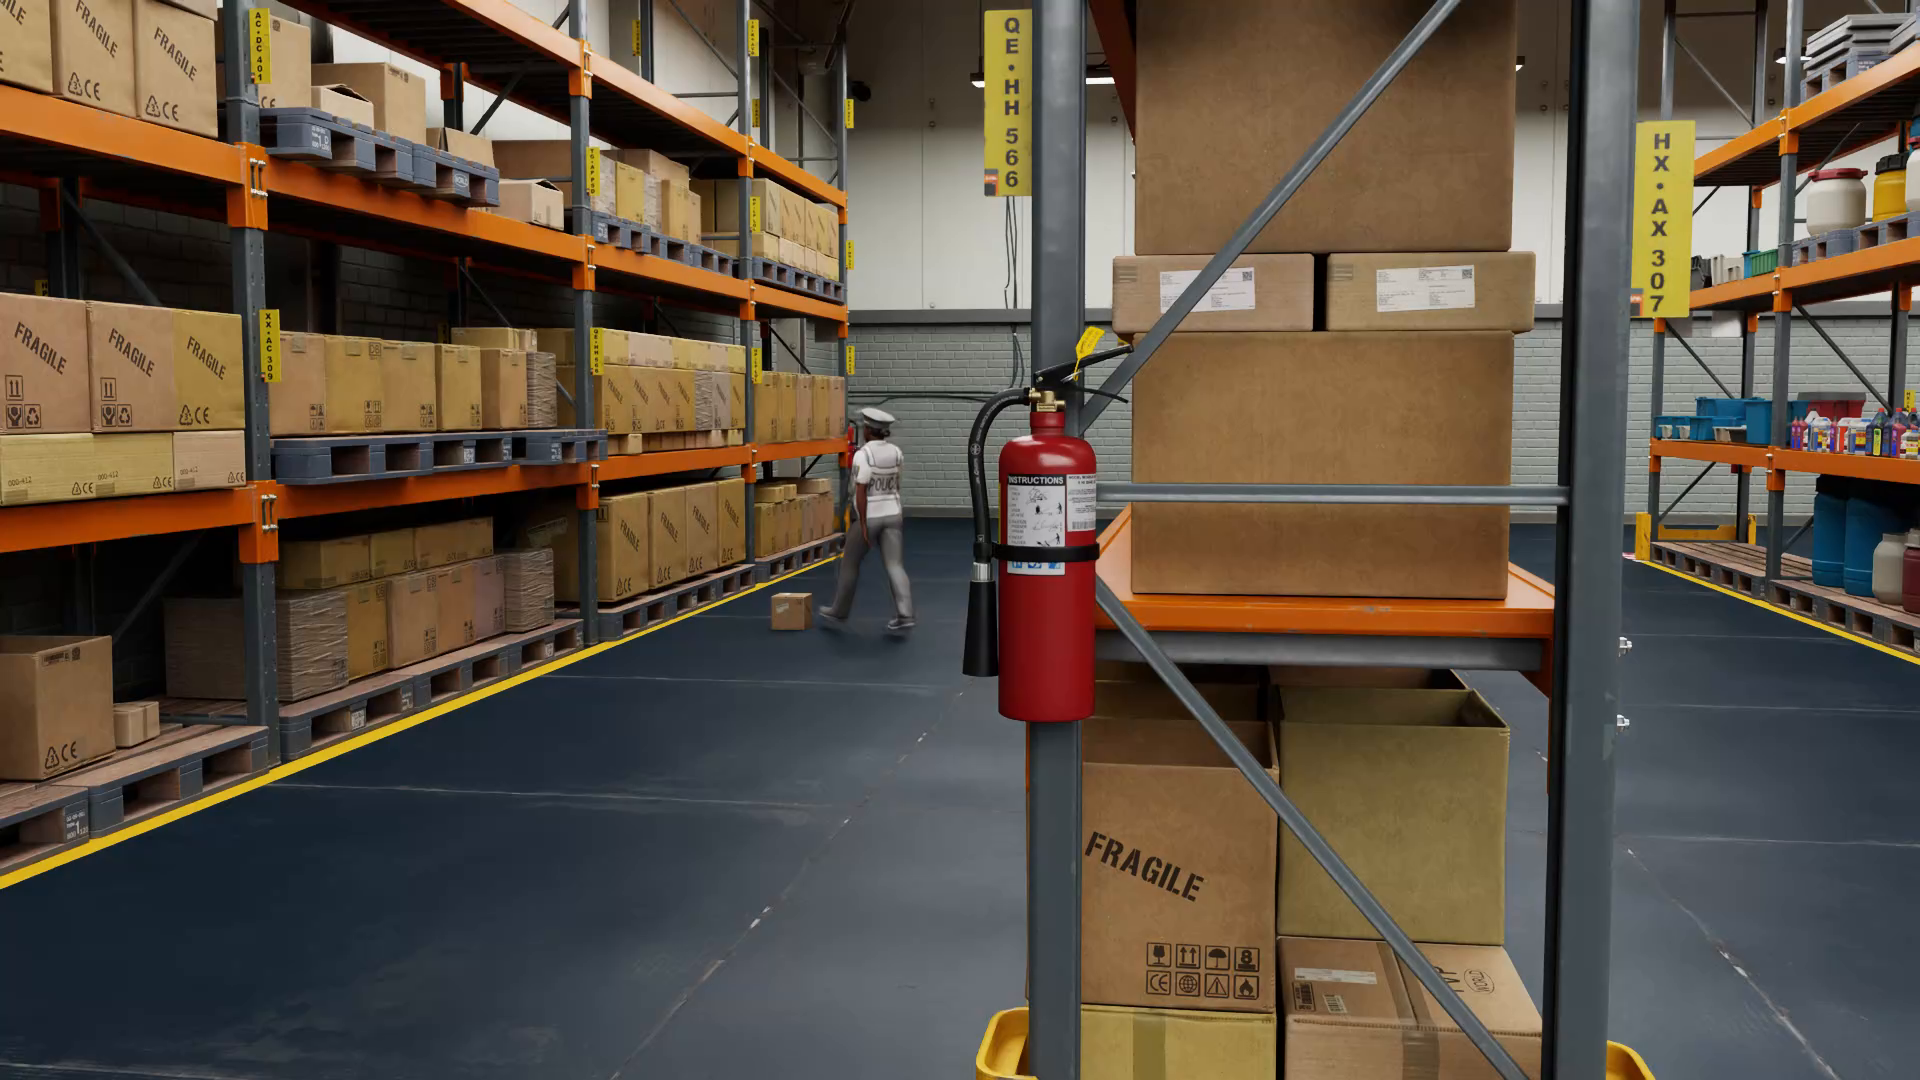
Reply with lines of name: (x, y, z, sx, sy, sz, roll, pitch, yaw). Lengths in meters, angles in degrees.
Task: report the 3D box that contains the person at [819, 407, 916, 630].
person: (-0.661, -0.169, 12.313, 0.457, 1.614, 1.012, -3, 5, -30)
